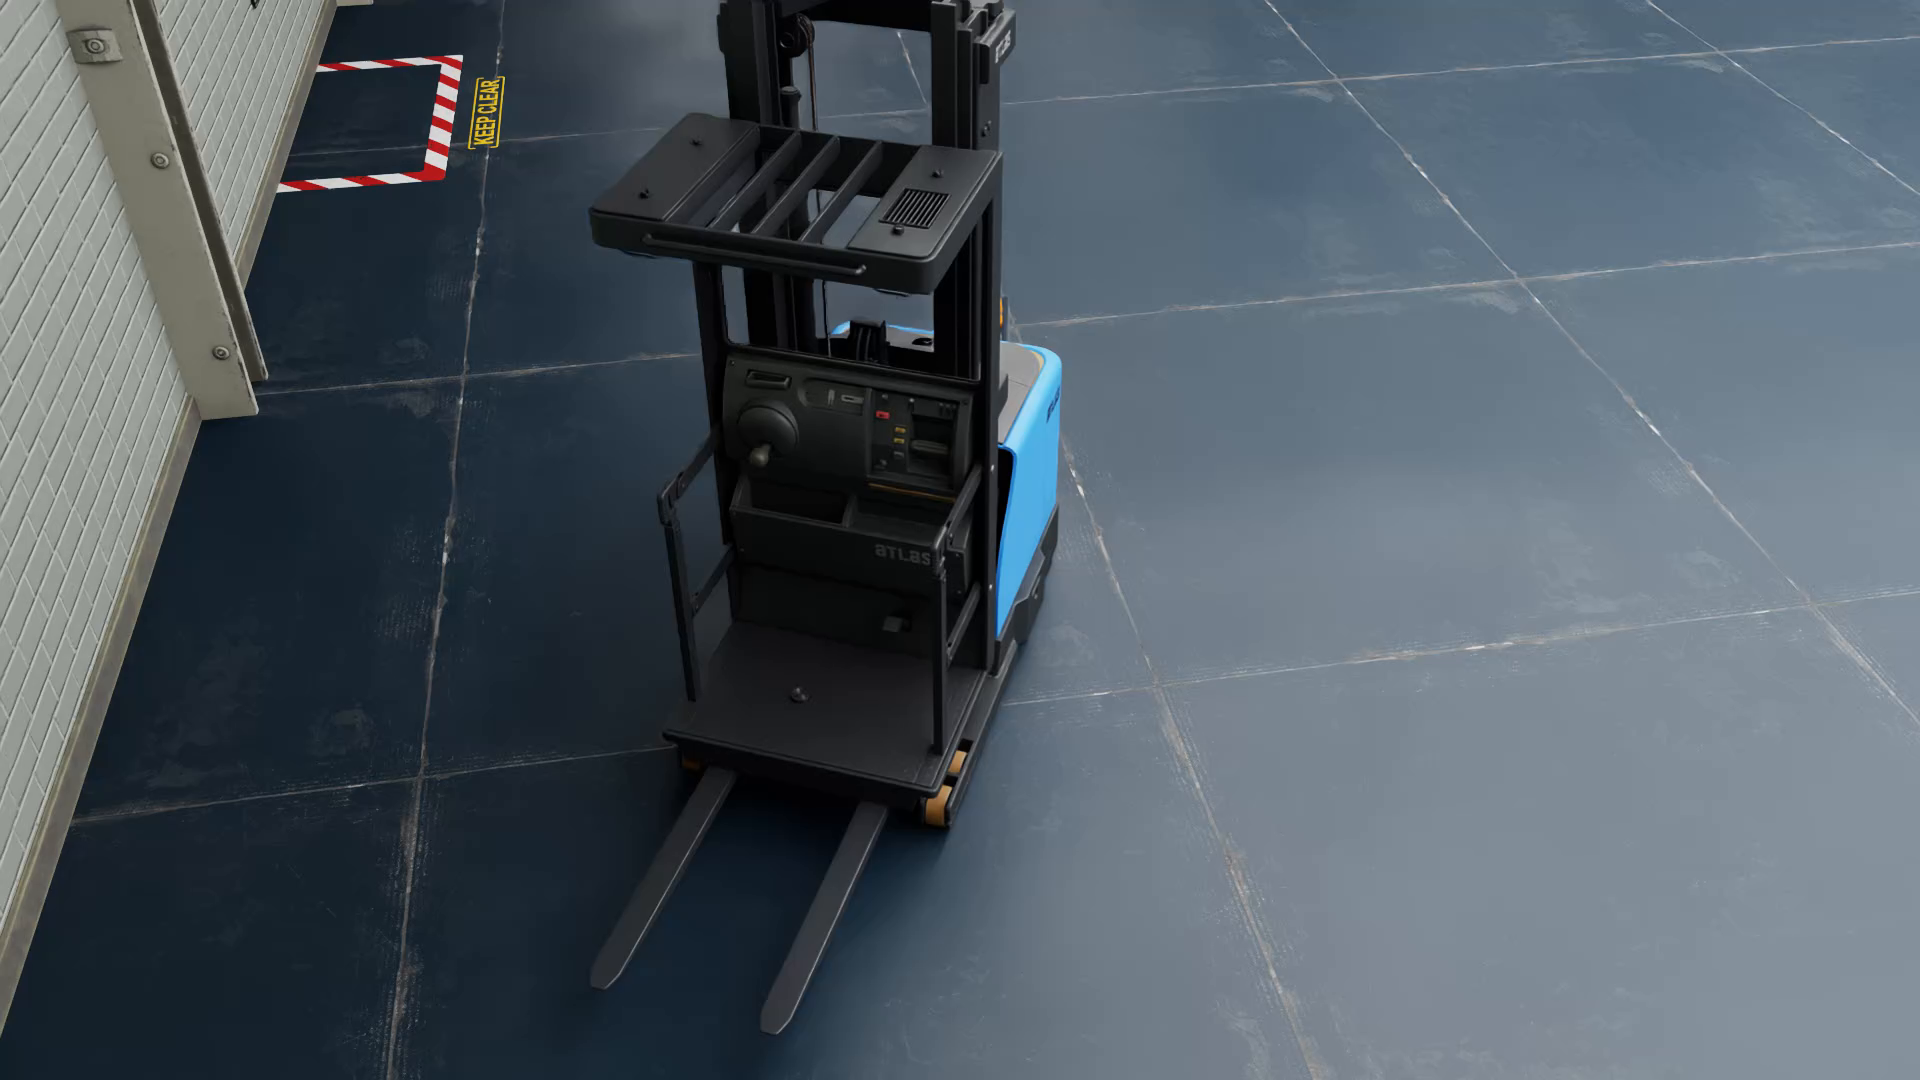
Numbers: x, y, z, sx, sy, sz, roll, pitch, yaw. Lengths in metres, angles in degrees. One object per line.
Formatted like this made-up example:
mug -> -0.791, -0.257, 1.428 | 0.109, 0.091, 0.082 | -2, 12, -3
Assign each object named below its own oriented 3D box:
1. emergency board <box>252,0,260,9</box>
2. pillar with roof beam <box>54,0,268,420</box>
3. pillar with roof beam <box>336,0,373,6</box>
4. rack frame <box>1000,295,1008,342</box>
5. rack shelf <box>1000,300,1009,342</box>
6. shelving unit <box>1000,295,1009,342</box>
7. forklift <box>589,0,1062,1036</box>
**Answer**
emergency board -> -4.487, -4.054, 10.523 | 0.157, 1.169, 0.626 | -6, 38, -8
pillar with roof beam -> 0.424, -4.766, 6.550 | 9.100, 9.000, 0.400 | -6, 38, -8
pillar with roof beam -> -0.628, -8.390, 11.215 | 9.100, 9.000, 0.400 | -6, 38, -8
rack frame -> 0.086, -0.565, 7.499 | 0.240, 1.200, 0.015 | -4, 38, -5
rack shelf -> 0.059, -1.024, 7.449 | 0.258, 0.148, 0.480 | -4, 38, -5
shelving unit -> 0.059, -0.714, 7.691 | 0.258, 1.200, 0.503 | -4, 38, -5
forklift -> -0.470, -0.339, 5.797 | 1.130, 2.935, 3.031 | 11, 39, 13
